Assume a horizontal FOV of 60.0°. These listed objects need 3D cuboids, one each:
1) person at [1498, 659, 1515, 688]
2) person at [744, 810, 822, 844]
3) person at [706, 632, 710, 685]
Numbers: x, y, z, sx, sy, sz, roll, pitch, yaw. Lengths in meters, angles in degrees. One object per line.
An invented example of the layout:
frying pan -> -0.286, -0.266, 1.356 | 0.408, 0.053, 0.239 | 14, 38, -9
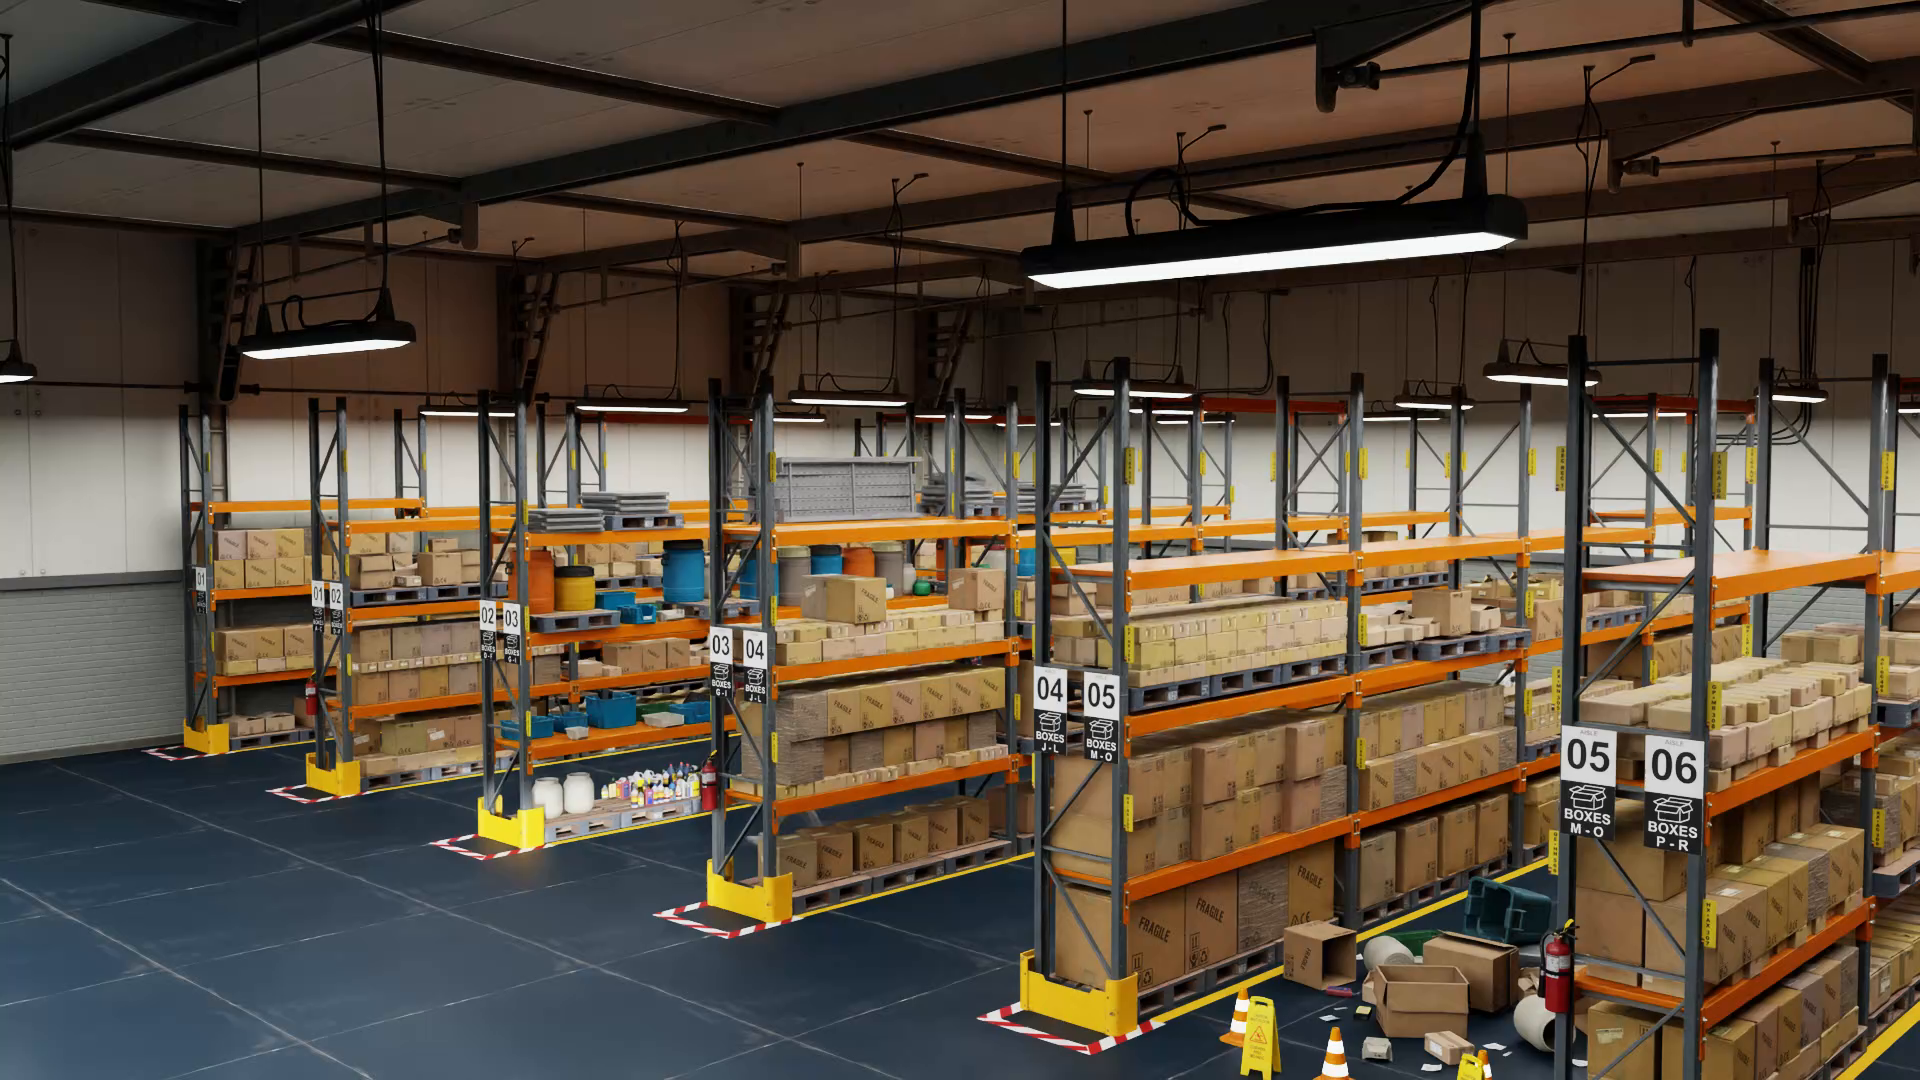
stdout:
person -> 9.245, 2.828, 28.000 | 0.636, 1.786, 0.602 | -2, 4, -36
person -> -2.281, 3.140, 21.738 | 1.077, 1.711, 0.563 | 0, 3, -7
person -> -5.114, 2.499, 35.198 | 0.540, 1.656, 0.554 | 2, 4, 35
